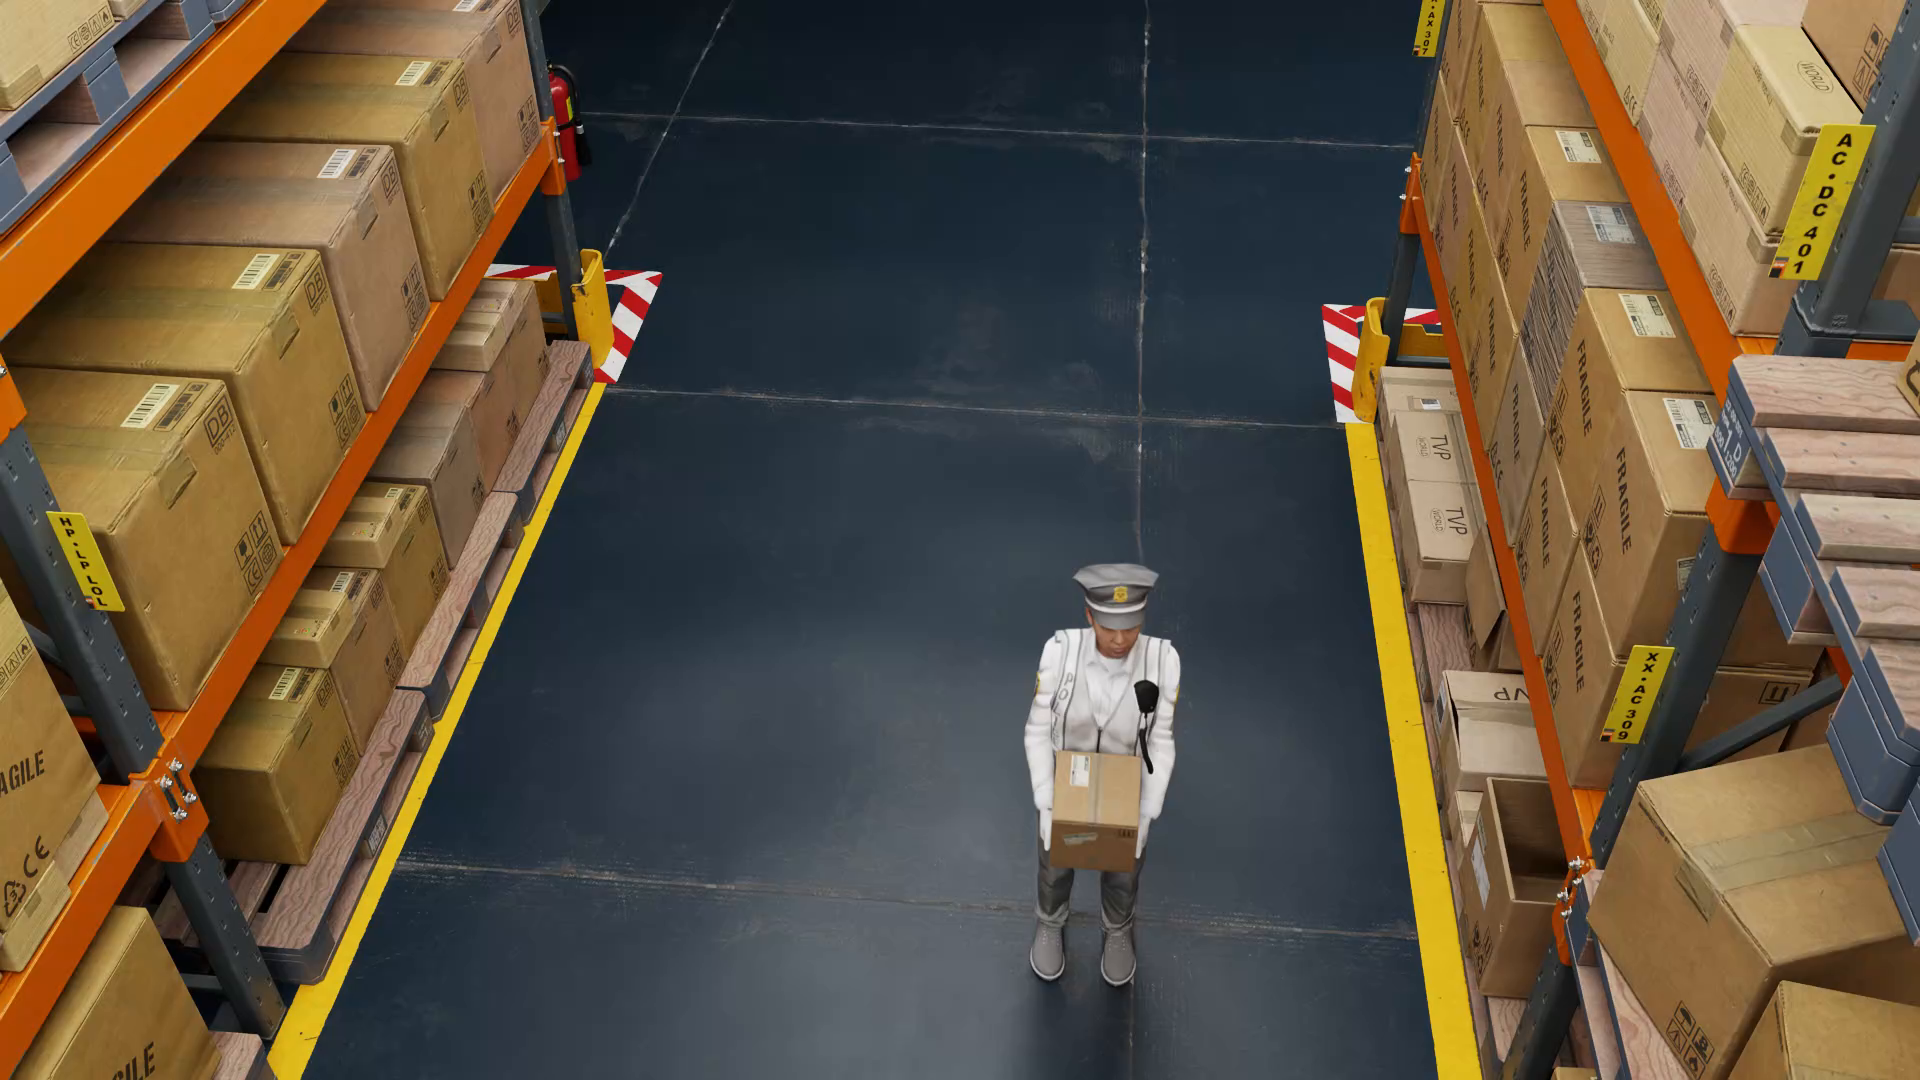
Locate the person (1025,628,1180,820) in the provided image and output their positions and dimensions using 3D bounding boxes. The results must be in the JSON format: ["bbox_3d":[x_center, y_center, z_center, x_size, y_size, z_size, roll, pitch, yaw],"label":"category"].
[{"bbox_3d":[0.425,0.549,5.008,0.459,0.548,0.412,4,40,5],"label":"person"}]
